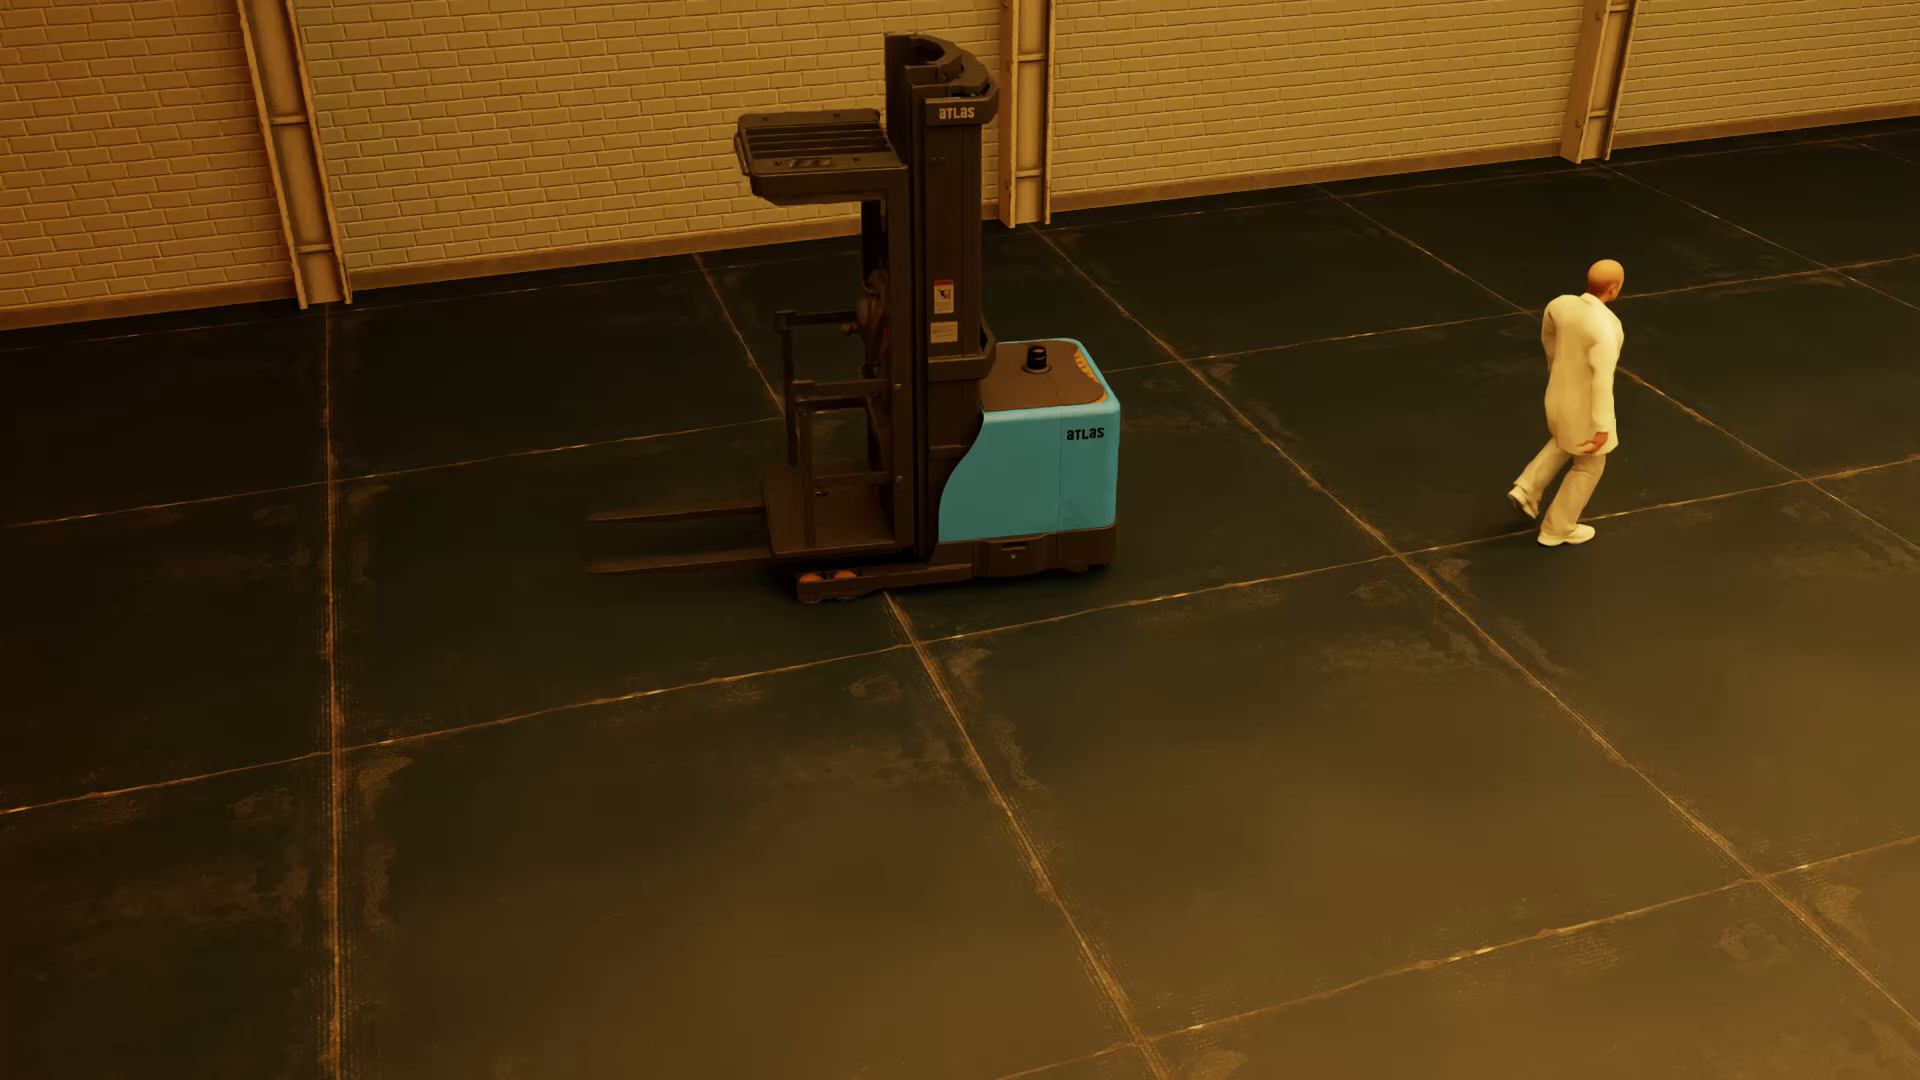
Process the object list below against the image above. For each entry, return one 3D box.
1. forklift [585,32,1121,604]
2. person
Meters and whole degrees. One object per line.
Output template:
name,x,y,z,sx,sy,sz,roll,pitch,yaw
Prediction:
forklift,-0.660,-1.196,9.165,3.031,2.935,1.130,-5,30,-9
person,3.579,-0.791,9.641,0.525,1.758,0.782,-11,32,-18
